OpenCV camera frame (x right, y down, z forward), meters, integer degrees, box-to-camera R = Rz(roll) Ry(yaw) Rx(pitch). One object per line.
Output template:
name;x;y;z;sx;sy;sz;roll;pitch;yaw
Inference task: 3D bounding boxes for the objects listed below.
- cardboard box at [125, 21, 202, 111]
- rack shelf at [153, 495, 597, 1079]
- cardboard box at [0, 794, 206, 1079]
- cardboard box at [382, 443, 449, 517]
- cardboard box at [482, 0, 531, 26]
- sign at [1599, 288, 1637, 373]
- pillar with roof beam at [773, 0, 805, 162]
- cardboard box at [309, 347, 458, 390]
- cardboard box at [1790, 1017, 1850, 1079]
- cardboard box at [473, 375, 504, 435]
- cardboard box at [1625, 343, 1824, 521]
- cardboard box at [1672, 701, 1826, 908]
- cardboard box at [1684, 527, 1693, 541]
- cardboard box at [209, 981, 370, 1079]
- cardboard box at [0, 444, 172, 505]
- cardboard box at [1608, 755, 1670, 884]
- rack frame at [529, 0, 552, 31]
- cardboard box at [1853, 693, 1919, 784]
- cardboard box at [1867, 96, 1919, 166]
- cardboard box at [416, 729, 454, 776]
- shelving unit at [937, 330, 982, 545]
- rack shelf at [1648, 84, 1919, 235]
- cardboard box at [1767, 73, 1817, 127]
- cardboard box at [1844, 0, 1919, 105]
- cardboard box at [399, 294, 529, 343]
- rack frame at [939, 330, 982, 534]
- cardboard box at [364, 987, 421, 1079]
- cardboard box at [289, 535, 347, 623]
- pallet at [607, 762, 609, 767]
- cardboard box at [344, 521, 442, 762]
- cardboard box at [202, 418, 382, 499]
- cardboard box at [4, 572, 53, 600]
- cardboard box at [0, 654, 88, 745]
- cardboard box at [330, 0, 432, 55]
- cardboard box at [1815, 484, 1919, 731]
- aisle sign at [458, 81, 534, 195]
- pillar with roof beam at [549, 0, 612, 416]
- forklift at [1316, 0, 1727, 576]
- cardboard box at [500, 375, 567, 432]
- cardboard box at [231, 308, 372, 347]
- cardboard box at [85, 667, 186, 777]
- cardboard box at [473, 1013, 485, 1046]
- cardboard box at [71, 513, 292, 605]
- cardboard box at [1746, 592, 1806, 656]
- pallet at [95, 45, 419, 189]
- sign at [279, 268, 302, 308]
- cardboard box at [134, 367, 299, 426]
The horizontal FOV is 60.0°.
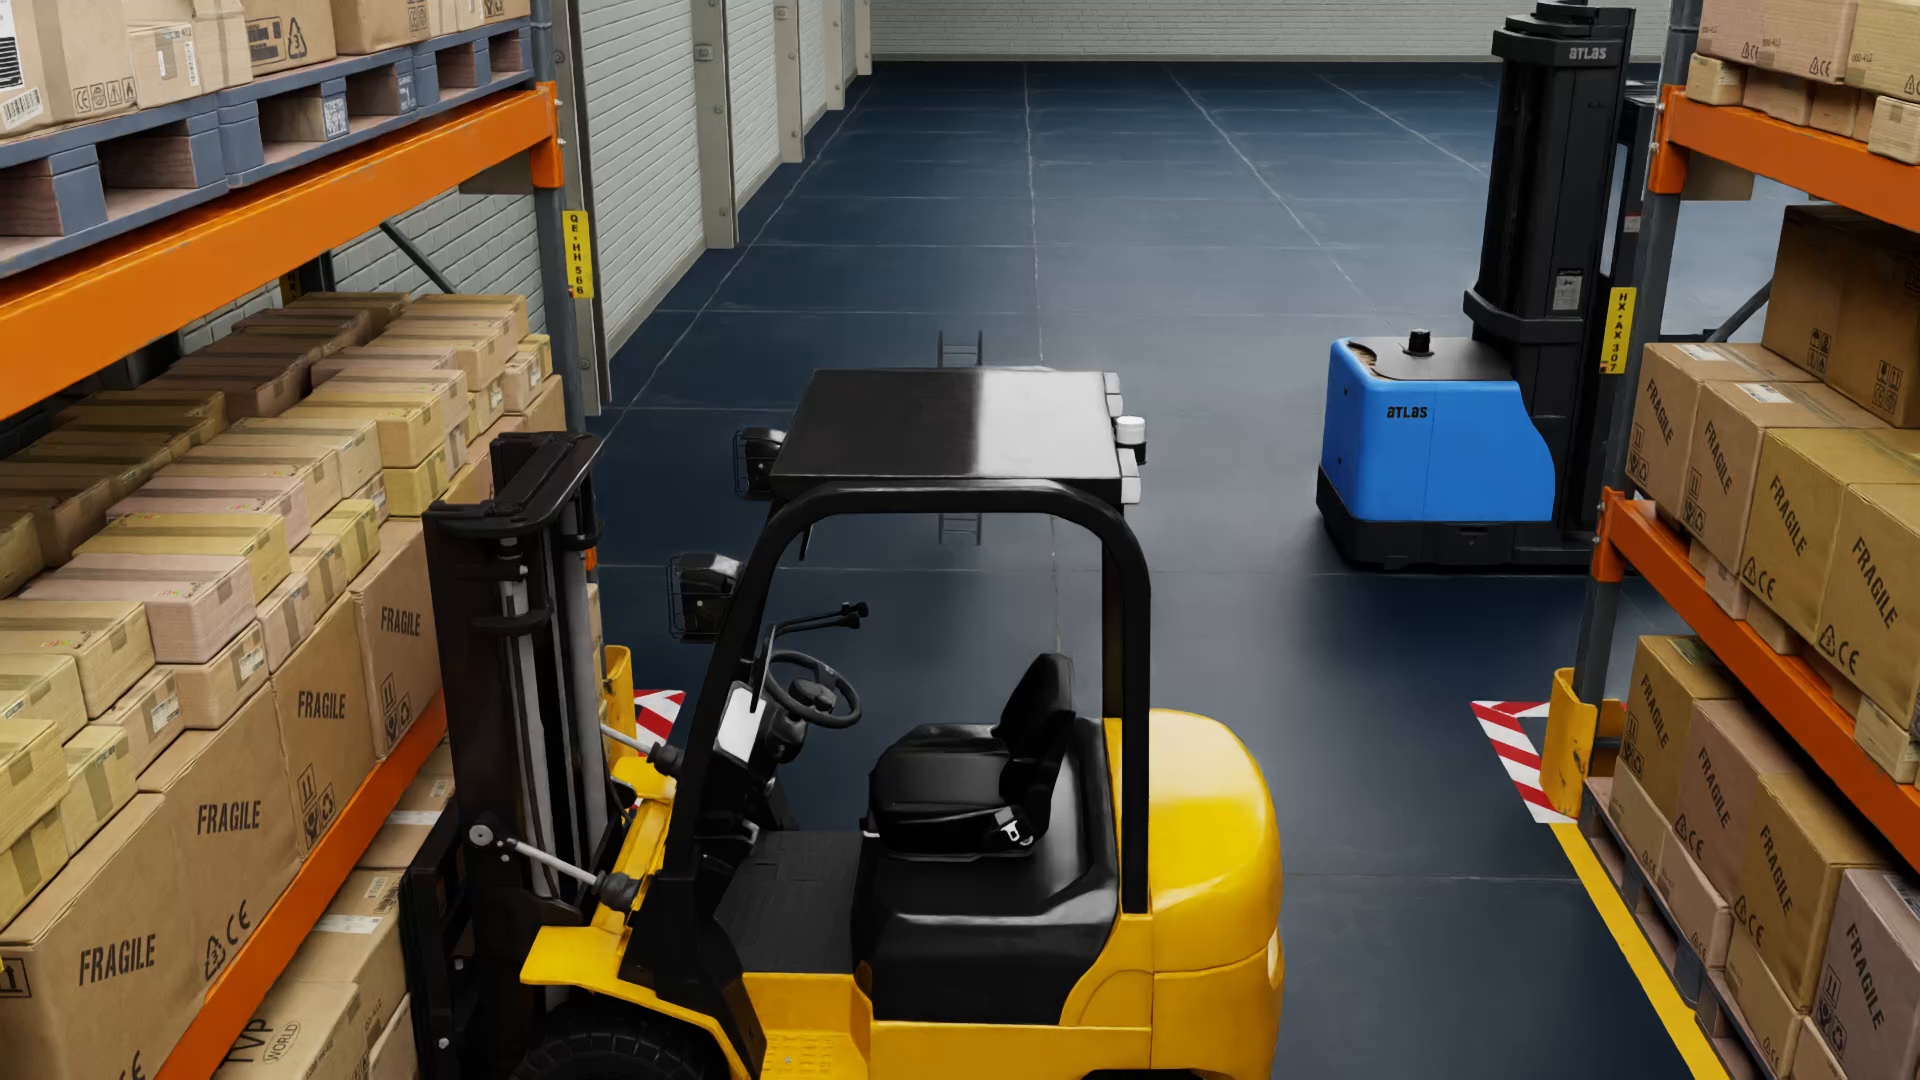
cardboard box;-1.747;-0.937;3.278;0.380;0.149;0.250;1;21;3
rack shelf;-2.027;0.636;4.738;1.077;0.370;4.000;1;21;2
cardboard box;-1.813;0.820;3.132;0.500;0.500;0.500;0;21;0
cardboard box;-1.711;-0.179;4.809;0.380;0.149;0.250;1;21;2
cardboard box;-1.736;-1.947;5.397;0.500;0.500;0.500;1;21;3
sign;2.453;-0.779;6.193;0.100;0.325;0.005;1;21;2
pillar with roof beam;1.962;-9.438;21.414;9.100;9.000;0.400;1;21;2
cardboard box;-1.806;-0.505;5.237;0.380;0.149;0.250;1;21;2
cardboard box;2.649;1.570;4.557;0.500;0.250;0.500;1;21;2
cardboard box;-1.744;-0.457;5.526;0.380;0.149;0.250;1;21;3
cardboard box;2.704;-0.386;5.828;0.500;0.500;0.500;0;21;1
cardboard box;2.683;0.854;5.366;0.500;0.500;0.500;0;21;0
cardboard box;2.785;-0.040;5.833;0.380;0.149;0.250;1;21;2
cardboard box;-1.734;1.287;3.902;0.500;0.250;0.500;1;21;2
cardboard box;-2.270;-0.137;4.288;0.380;0.149;0.250;1;21;3
cardboard box;2.694;1.005;6.011;0.500;0.250;0.500;0;21;1
rack frame;-1.966;-3.219;5.386;1.000;3.000;0.127;1;21;2
cardboard box;2.616;0.522;4.385;0.380;0.149;0.250;1;21;2
cardboard box;2.625;-1.067;4.333;0.380;0.149;0.250;1;21;2
cardboard box;-1.684;0.735;5.327;0.500;0.250;0.500;1;21;2
shelving unit;0.000;-0.565;9.325;0.258;1.200;0.189;1;21;2
rack shelf;2.934;-0.709;4.058;1.077;0.370;4.000;1;21;2
cardboard box;2.700;-1.343;5.044;0.380;0.149;0.250;1;21;3
cardboard box;2.698;-1.288;4.352;0.500;0.250;0.500;1;21;3
cardboard box;-1.766;-0.778;5.942;0.380;0.149;0.250;1;21;2
rack frame;0.003;-0.598;9.411;0.240;1.200;0.006;1;21;2
cardboard box;-1.724;1.342;4.454;0.500;0.250;0.500;0;21;1
cardboard box;-1.748;0.100;4.090;0.380;0.149;0.250;0;21;0
pallet;-1.948;1.154;6.262;1.003;0.211;1.213;1;21;2
cardboard box;-1.763;0.266;4.558;0.500;0.500;0.500;1;21;2
cardboard box;-1.807;-0.224;4.513;0.380;0.149;0.250;1;21;2
cardboard box;-2.275;0.186;3.867;0.380;0.149;0.250;1;21;3
cardboard box;-1.882;0.328;3.090;0.380;0.149;0.250;1;21;2
cardboard box;-1.867;-1.578;4.445;0.700;0.500;0.500;1;21;2
cardboard box;2.670;0.169;4.397;0.500;0.500;0.500;0;21;1
aisle sign;-1.671;-1.655;6.054;0.394;0.787;0.004;1;21;2
pillar with roof beam;1.597;-5.100;10.232;9.100;9.000;0.400;1;21;2
forklift;3.630;-1.363;8.989;3.031;2.935;1.130;0;21;0
cardboard box;-1.719;-0.288;5.987;0.500;0.500;0.500;0;21;0
cardboard box;-2.261;-0.696;5.729;0.380;0.149;0.250;1;21;3
cardboard box;-1.829;0.374;3.383;0.380;0.149;0.250;1;21;2
cardboard box;-1.707;1.385;5.032;0.500;0.250;0.500;1;21;3
cardboard box;-1.774;0.050;3.807;0.380;0.149;0.250;0;21;1
cardboard box;2.667;0.240;5.111;0.380;0.149;0.250;1;21;3
pallet;-2.048;-1.082;4.147;1.003;0.211;1.213;1;21;2
sign;-2.521;-0.871;6.322;0.100;0.325;0.005;1;21;2
cardboard box;-2.231;-0.416;5.009;0.380;0.149;0.250;1;21;3
